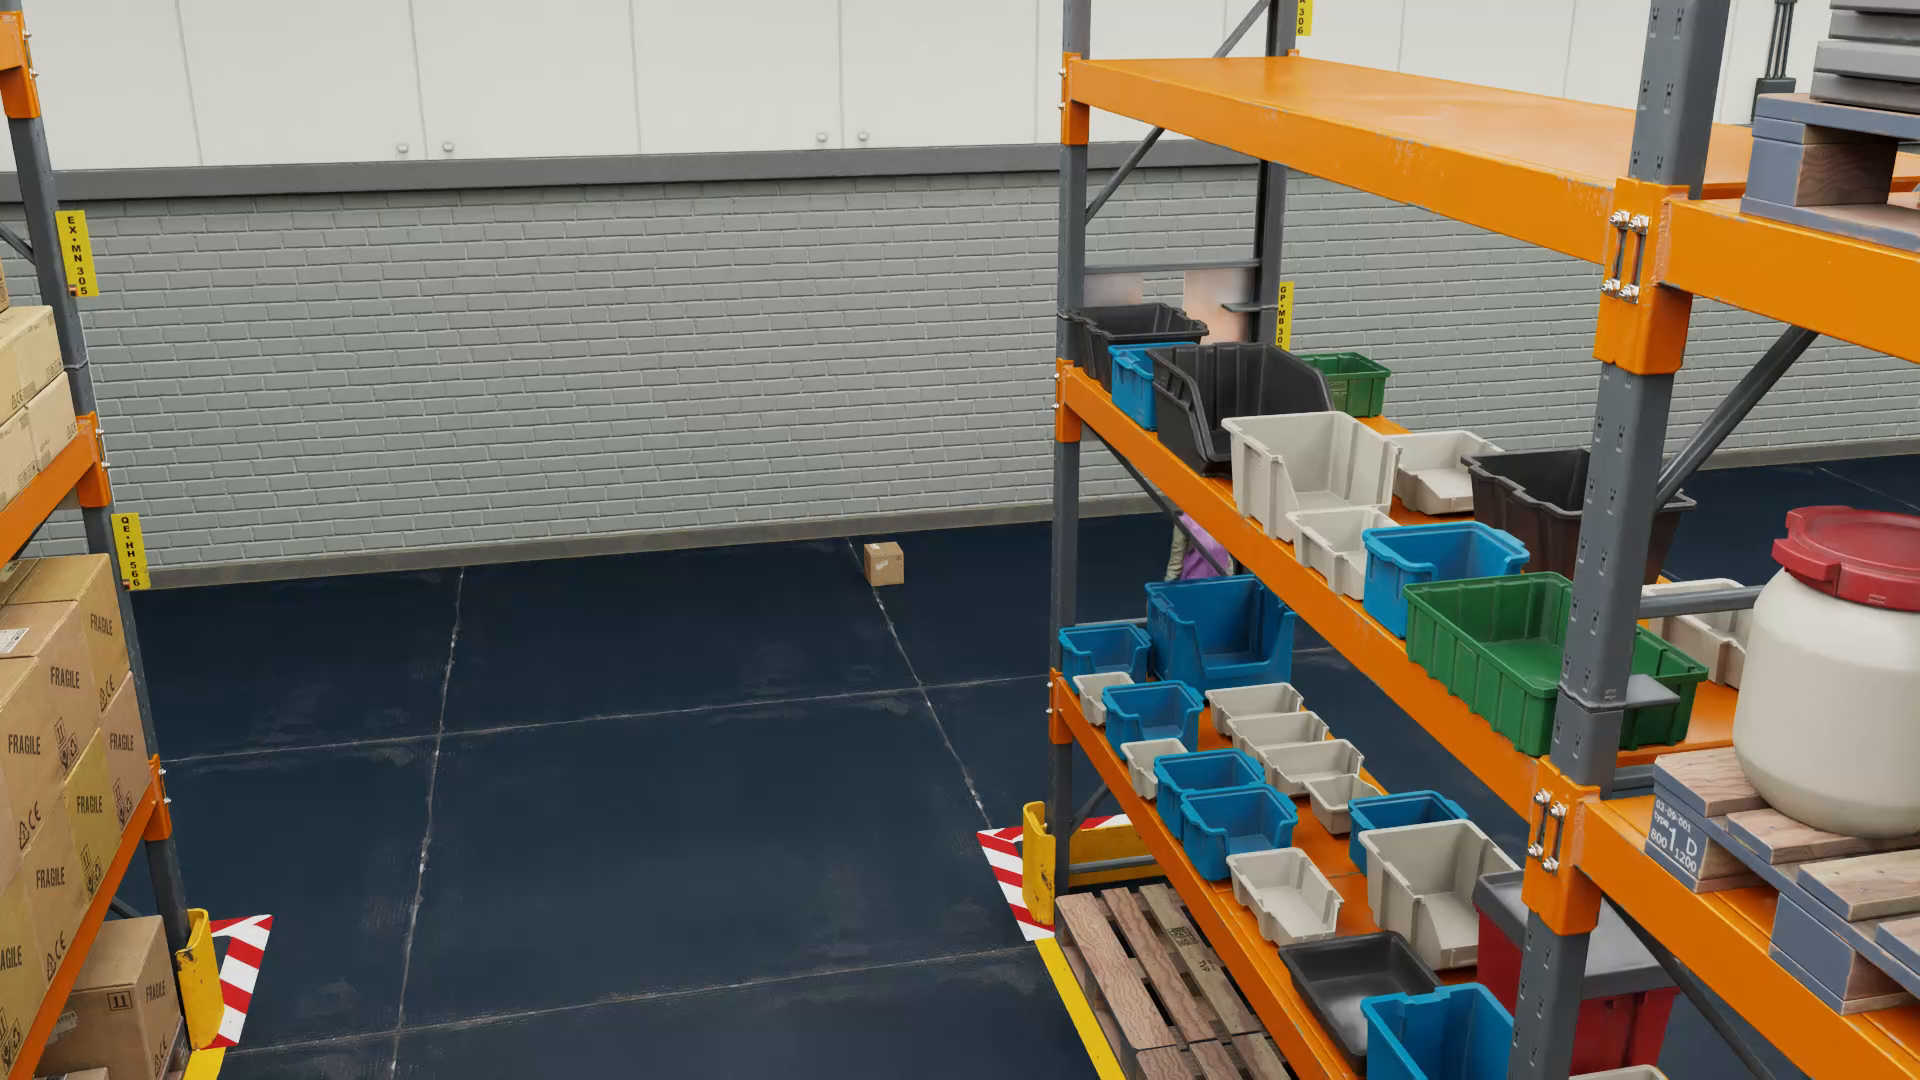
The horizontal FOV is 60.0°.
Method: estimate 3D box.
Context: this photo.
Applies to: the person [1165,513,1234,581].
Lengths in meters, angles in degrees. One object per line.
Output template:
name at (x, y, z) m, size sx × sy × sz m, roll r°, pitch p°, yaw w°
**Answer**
person at (1.500, 0.391, 10.001) m, size 0.454 × 1.599 × 0.750 m, roll -18°, pitch 27°, yaw -41°
